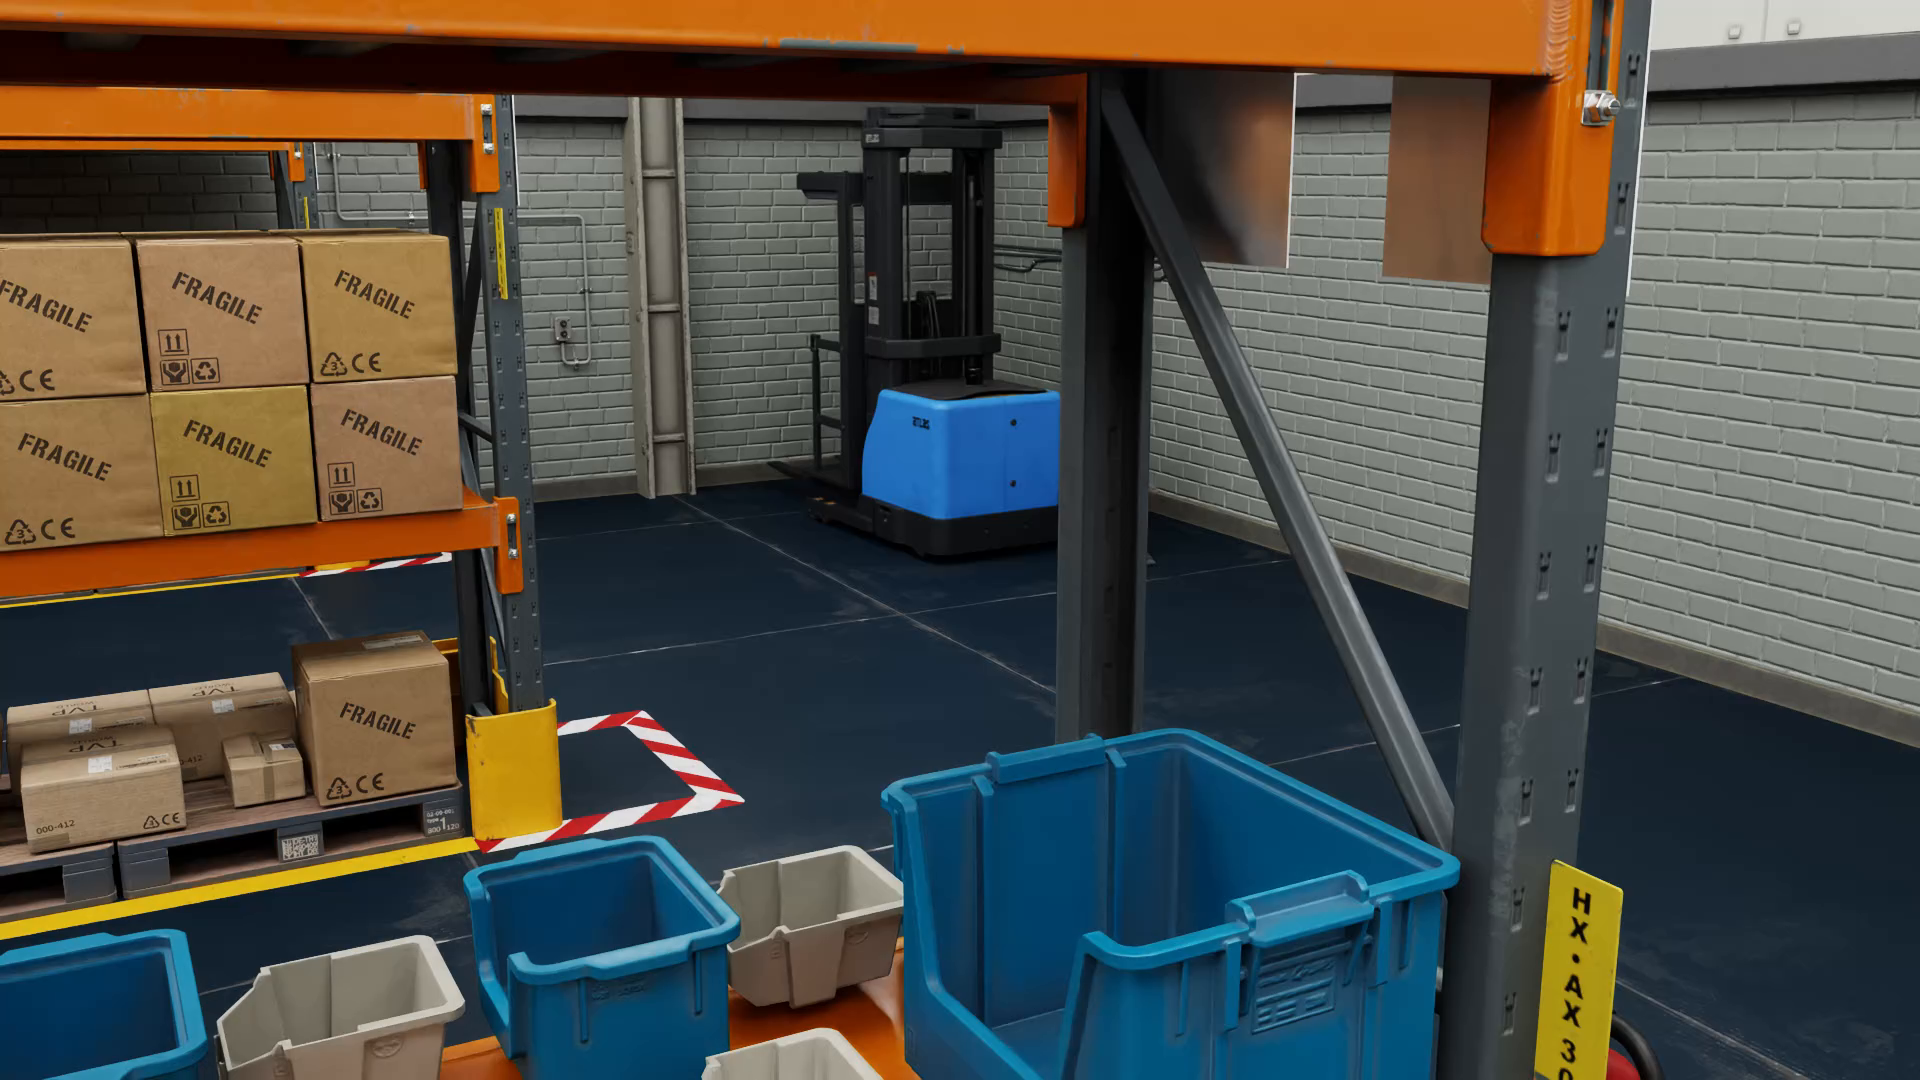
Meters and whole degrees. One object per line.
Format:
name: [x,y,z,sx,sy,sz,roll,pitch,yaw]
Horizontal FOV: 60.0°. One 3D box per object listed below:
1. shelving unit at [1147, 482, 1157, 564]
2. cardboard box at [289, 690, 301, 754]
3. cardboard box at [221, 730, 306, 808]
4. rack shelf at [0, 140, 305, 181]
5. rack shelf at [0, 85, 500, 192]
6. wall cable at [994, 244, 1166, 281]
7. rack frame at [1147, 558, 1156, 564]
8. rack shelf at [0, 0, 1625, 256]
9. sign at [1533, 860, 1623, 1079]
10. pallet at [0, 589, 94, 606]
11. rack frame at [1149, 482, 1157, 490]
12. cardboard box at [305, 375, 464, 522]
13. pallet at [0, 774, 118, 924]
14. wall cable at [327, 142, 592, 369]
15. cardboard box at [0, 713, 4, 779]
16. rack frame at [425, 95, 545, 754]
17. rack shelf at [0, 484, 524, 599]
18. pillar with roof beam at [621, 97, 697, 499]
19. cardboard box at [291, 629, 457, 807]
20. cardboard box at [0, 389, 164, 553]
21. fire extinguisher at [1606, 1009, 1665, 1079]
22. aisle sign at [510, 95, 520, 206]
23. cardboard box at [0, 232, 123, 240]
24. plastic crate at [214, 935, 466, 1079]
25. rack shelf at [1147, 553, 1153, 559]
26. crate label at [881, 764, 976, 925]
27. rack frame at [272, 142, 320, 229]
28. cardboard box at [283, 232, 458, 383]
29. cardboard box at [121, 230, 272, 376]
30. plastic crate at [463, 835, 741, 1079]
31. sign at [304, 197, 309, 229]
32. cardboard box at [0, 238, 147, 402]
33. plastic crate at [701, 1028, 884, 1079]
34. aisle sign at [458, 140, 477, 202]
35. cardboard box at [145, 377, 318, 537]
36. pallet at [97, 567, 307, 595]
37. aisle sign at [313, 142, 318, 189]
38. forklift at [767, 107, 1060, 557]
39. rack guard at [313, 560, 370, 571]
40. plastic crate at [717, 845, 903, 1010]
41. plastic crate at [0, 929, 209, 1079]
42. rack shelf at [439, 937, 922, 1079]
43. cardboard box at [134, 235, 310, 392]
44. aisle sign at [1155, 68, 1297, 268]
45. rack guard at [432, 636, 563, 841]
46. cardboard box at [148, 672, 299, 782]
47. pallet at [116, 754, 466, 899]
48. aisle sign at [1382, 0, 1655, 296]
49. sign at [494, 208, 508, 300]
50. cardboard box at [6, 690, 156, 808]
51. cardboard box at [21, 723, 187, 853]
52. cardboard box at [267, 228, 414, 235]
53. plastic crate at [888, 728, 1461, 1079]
shelving unit: [0.931,-0.303,11.767,0.431,0.503,2.100,-2,12,-8]
cardboard box: [-2.670,0.740,6.940,0.250,0.166,0.380,-7,14,-28]
cardboard box: [-2.676,0.866,6.381,0.250,0.166,0.380,-7,14,-28]
rack shelf: [-6.051,-2.288,9.751,4.000,0.370,1.077,-7,14,-28]
rack shelf: [-3.674,-1.334,5.510,4.000,0.370,1.077,-7,14,-28]
wall cable: [0.841,-3.324,12.956,0.112,2.526,3.097,-7,14,-28]
rack frame: [0.932,-0.065,11.818,0.400,0.015,2.100,-2,12,-8]
rack shelf: [-1.304,-0.379,1.267,4.000,0.370,1.077,-7,14,-28]
sign: [0.730,0.548,1.971,0.005,0.325,0.100,-7,14,-28]
pallet: [-6.029,0.201,10.235,1.213,0.211,1.003,-7,14,-28]
rack frame: [0.931,-0.542,11.715,0.400,0.015,2.100,-2,12,-8]
cardboard box: [-2.181,-0.381,6.242,0.500,0.500,0.500,-6,14,-26]
pallet: [-3.754,1.148,6.027,1.213,0.211,1.003,-7,14,-28]
wall cable: [-3.624,-2.199,12.233,1.851,1.984,0.084,-7,14,-28]
cardboard box: [-3.783,0.794,5.934,0.637,0.503,0.797,-7,14,-28]
rack frame: [-1.918,-0.432,6.696,0.127,3.000,1.000,-7,14,-28]
rack shelf: [-3.674,0.130,5.840,4.000,0.370,1.077,-7,14,-28]
pillar with roof beam: [-0.277,-3.934,8.594,0.400,9.000,9.100,-7,14,-28]
cardboard box: [-2.277,0.678,6.457,0.500,0.500,0.500,-7,14,-28]
cardboard box: [-3.075,-0.274,5.768,0.500,0.500,0.500,-7,14,-27]
fire extinguisher: [0.802,0.815,2.183,0.183,0.674,0.296,-7,14,-28]
aisle sign: [-1.712,-1.648,6.180,0.004,0.787,0.394,-7,14,-28]
cardboard box: [-3.331,-0.864,6.113,0.500,0.500,0.500,-7,14,-27]
plastic crate: [-0.839,0.674,2.245,0.298,0.136,0.250,-7,14,-28]
rack shelf: [1.029,-0.154,11.076,0.431,0.480,0.518,-2,12,-8]
crate label: [0.077,0.538,2.631,0.303,0.233,0.416,-7,14,-28]
rack frame: [-4.295,-1.386,10.936,0.127,3.000,1.000,-7,14,-28]
cardboard box: [-2.177,-0.869,6.131,0.500,0.500,0.500,-7,14,-28]
cardboard box: [-2.889,-0.916,6.342,0.500,0.500,0.500,-7,14,-27]
plastic crate: [-0.500,0.607,2.323,0.300,0.233,0.416,-7,14,-28]
sign: [-4.047,-1.960,10.312,0.005,0.325,0.100,-7,14,-28]
cardboard box: [-3.073,-0.760,5.648,0.500,0.500,0.500,-6,14,-26]
plastic crate: [-0.177,0.743,1.938,0.243,0.136,0.396,-7,14,-28]
aisle sign: [-1.999,-1.764,6.694,0.004,0.787,0.394,-7,14,-28]
cardboard box: [-2.635,-0.326,5.997,0.500,0.500,0.500,-7,14,-27]
pallet: [-4.959,0.074,10.801,1.213,0.211,1.003,-7,14,-28]
aisle sign: [-4.088,-2.604,10.427,0.004,0.787,0.394,-7,14,-28]
forklift: [-0.483,-1.592,12.008,1.130,2.935,3.031,-8,15,-31]
rack guard: [-4.274,-0.169,11.222,0.348,0.500,1.175,-7,14,-28]
plastic crate: [-0.244,0.603,2.562,0.298,0.136,0.250,-7,14,-28]
plastic crate: [-1.078,0.677,2.015,0.300,0.233,0.416,-7,14,-28]
rack shelf: [-1.304,1.085,1.596,4.000,0.370,1.077,-7,14,-28]
cardboard box: [-2.620,-0.815,5.895,0.500,0.500,0.500,-6,14,-26]
aisle sign: [0.373,-0.810,2.455,0.004,0.787,0.394,-7,14,-28]
rack guard: [-1.985,0.796,6.935,0.348,0.500,1.175,-7,14,-28]
cardboard box: [-2.970,0.750,6.704,0.500,0.250,0.500,-7,14,-28]
pallet: [-2.684,1.021,6.593,1.213,0.211,1.003,-7,14,-28]
aisle sign: [0.655,-0.696,1.950,0.004,0.787,0.394,-7,14,-28]
sign: [-1.670,-1.042,6.049,0.005,0.325,0.100,-7,14,-28]
cardboard box: [-3.409,0.803,6.471,0.500,0.250,0.500,-7,14,-28]
cardboard box: [-3.126,0.894,6.066,0.500,0.250,0.500,-7,14,-28]
cardboard box: [-2.434,-0.972,6.593,0.500,0.500,0.500,-6,14,-26]
plastic crate: [0.247,0.548,2.125,0.499,0.435,0.616,-7,14,-28]
